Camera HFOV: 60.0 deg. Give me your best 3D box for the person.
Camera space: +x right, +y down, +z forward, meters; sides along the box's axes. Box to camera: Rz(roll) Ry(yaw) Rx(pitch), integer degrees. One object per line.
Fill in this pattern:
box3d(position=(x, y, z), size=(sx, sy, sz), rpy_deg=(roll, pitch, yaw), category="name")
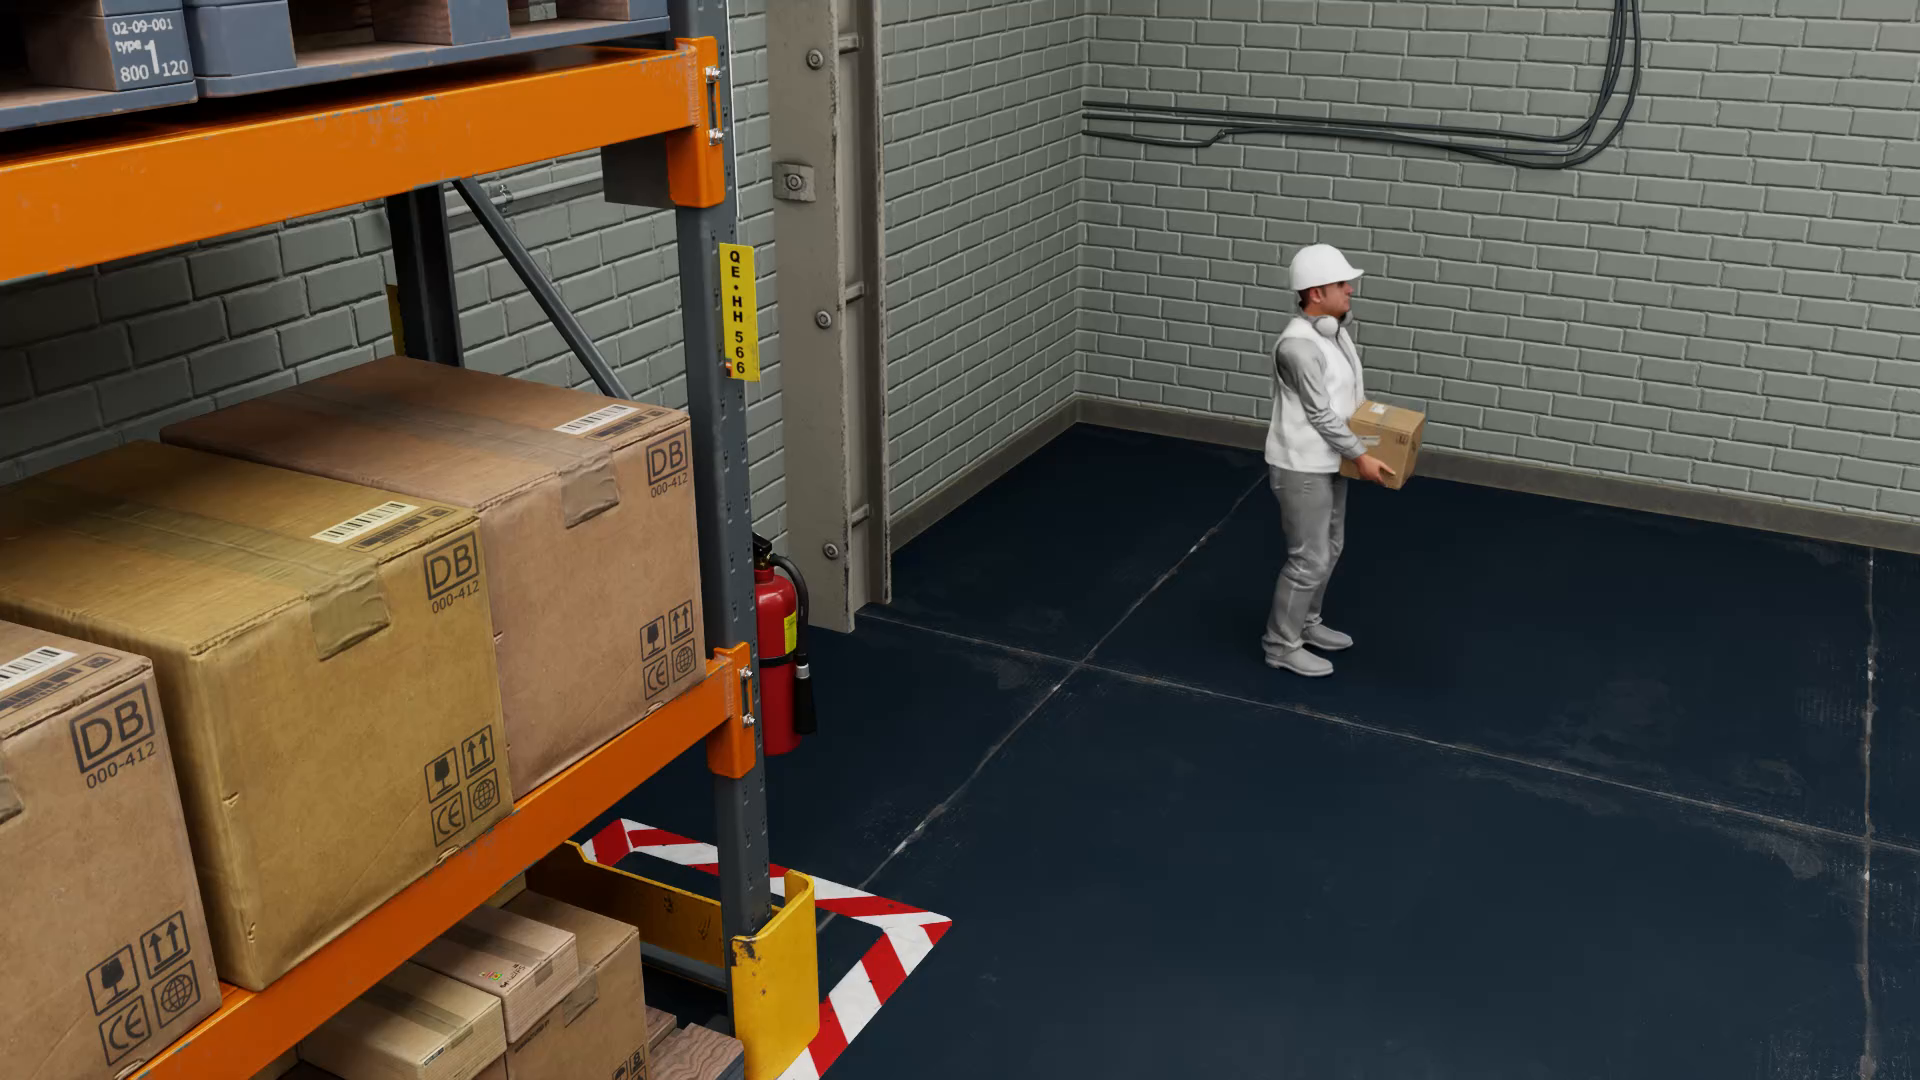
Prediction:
box3d(position=(1.540, -0.317, 6.818), size=(0.547, 1.774, 0.508), rpy_deg=(11, 25, 24), category="person")
